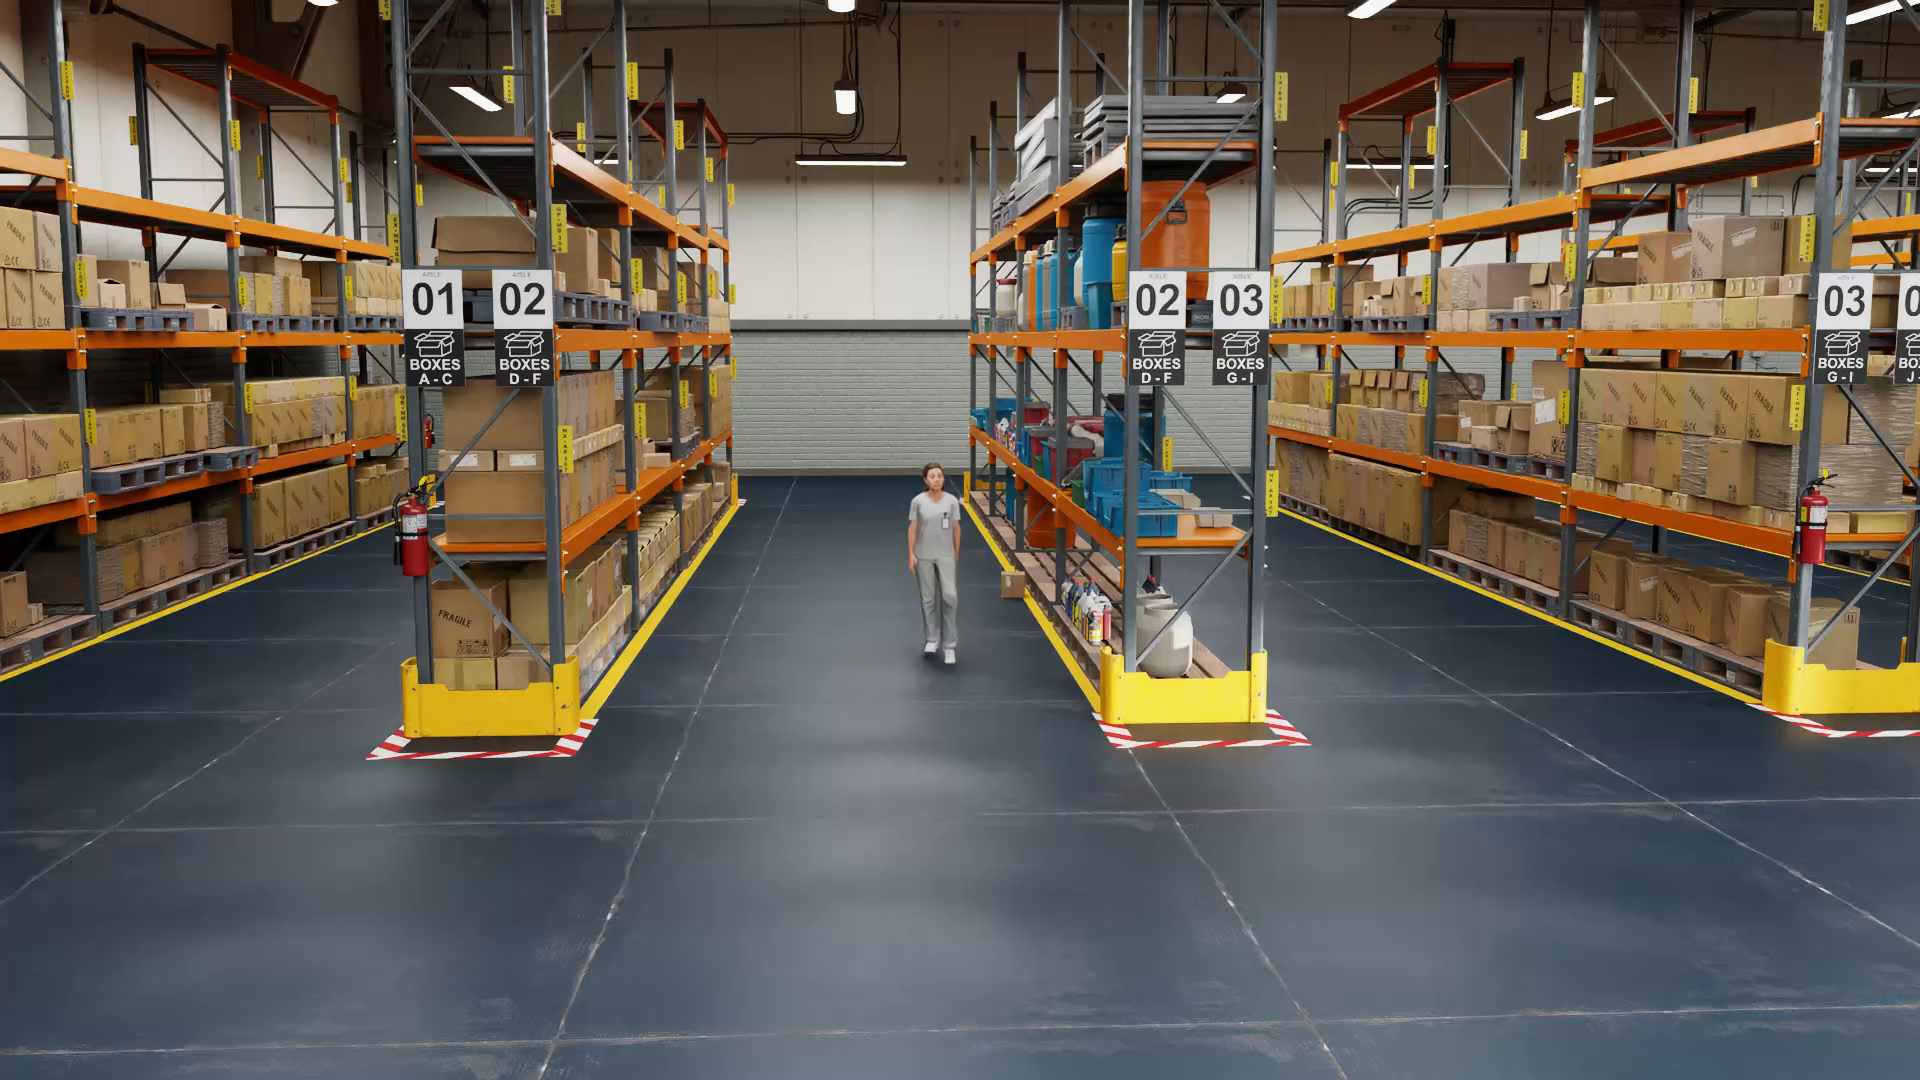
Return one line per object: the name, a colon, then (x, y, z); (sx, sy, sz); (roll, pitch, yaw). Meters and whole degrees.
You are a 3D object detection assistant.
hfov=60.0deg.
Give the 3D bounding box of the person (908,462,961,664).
person: (-0.219, 0.207, 14.231); (0.457, 1.739, 0.592); (0, 7, -2)
